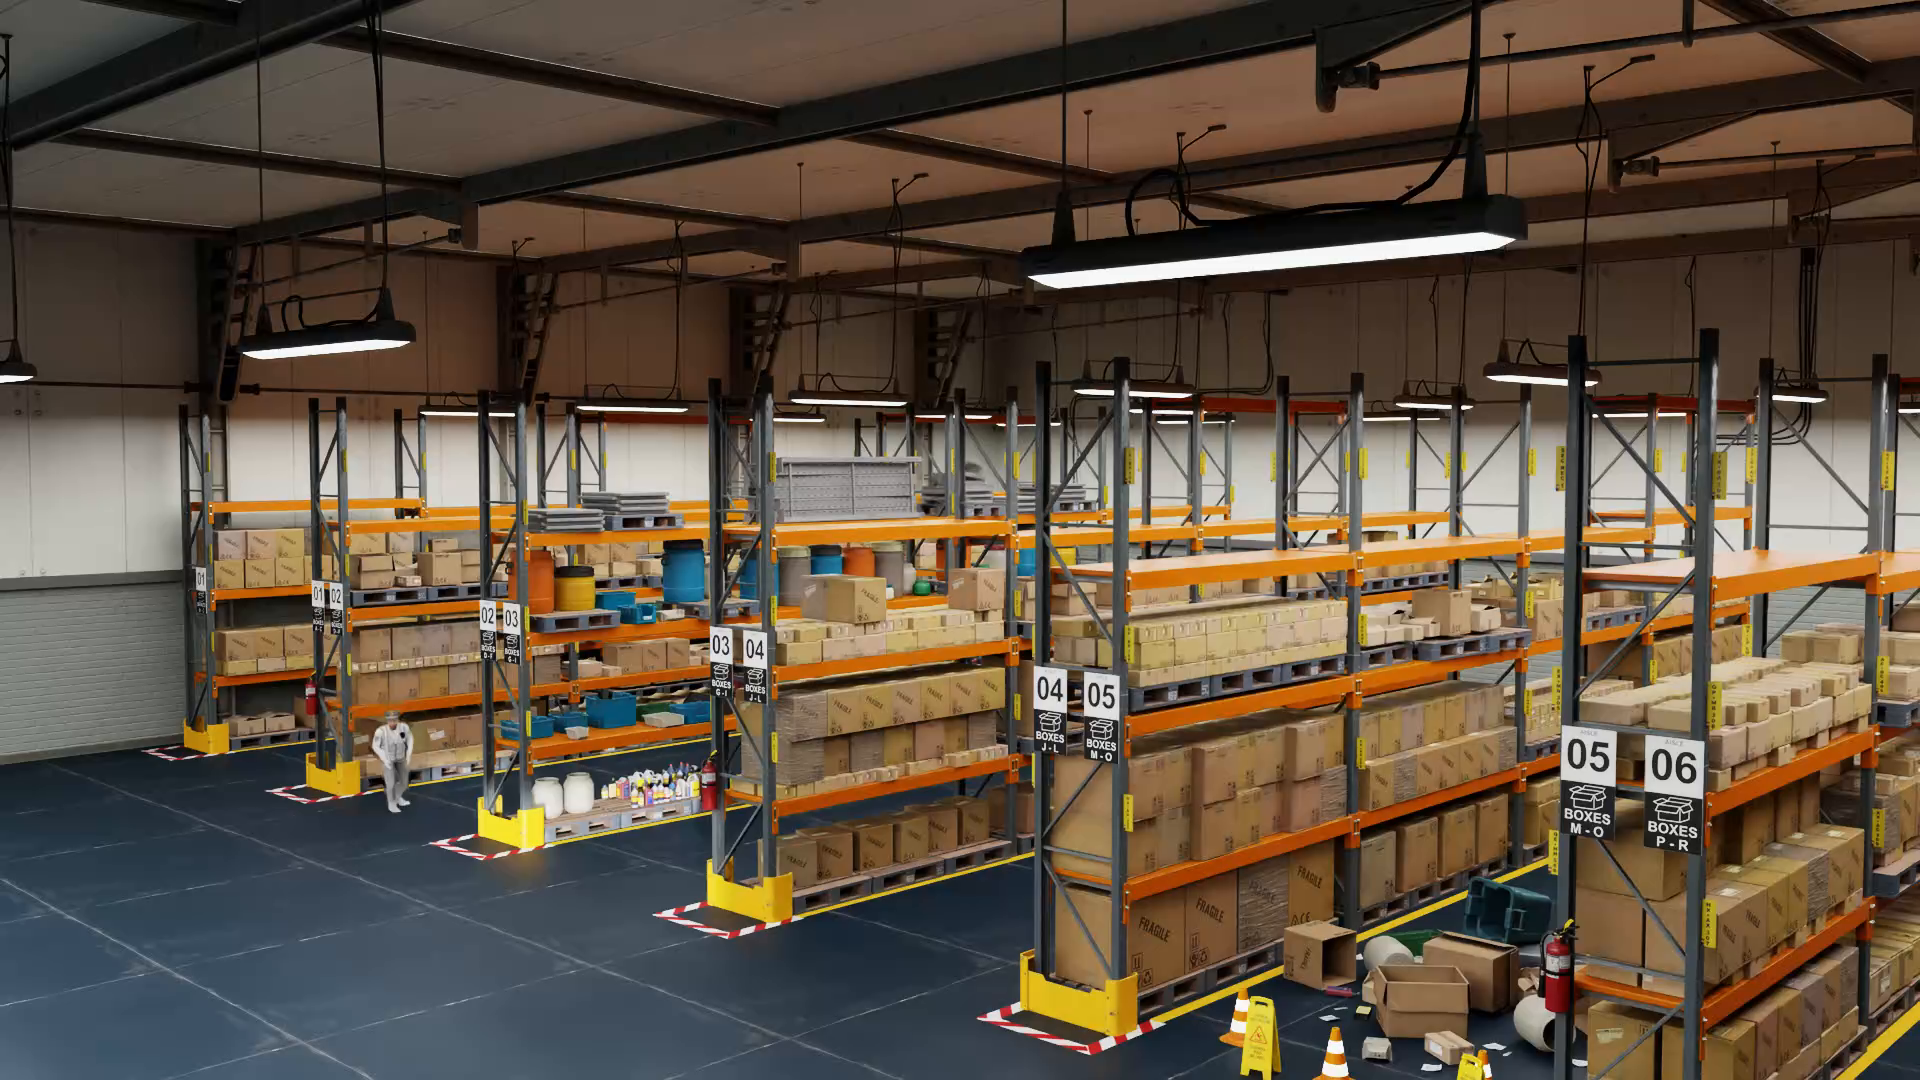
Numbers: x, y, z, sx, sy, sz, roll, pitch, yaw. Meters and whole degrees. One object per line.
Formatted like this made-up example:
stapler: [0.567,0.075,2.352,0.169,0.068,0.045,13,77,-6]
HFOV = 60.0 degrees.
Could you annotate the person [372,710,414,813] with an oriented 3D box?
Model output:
person: [-8.135,3.151,23.853,0.608,1.520,0.834,-2,4,-36]
